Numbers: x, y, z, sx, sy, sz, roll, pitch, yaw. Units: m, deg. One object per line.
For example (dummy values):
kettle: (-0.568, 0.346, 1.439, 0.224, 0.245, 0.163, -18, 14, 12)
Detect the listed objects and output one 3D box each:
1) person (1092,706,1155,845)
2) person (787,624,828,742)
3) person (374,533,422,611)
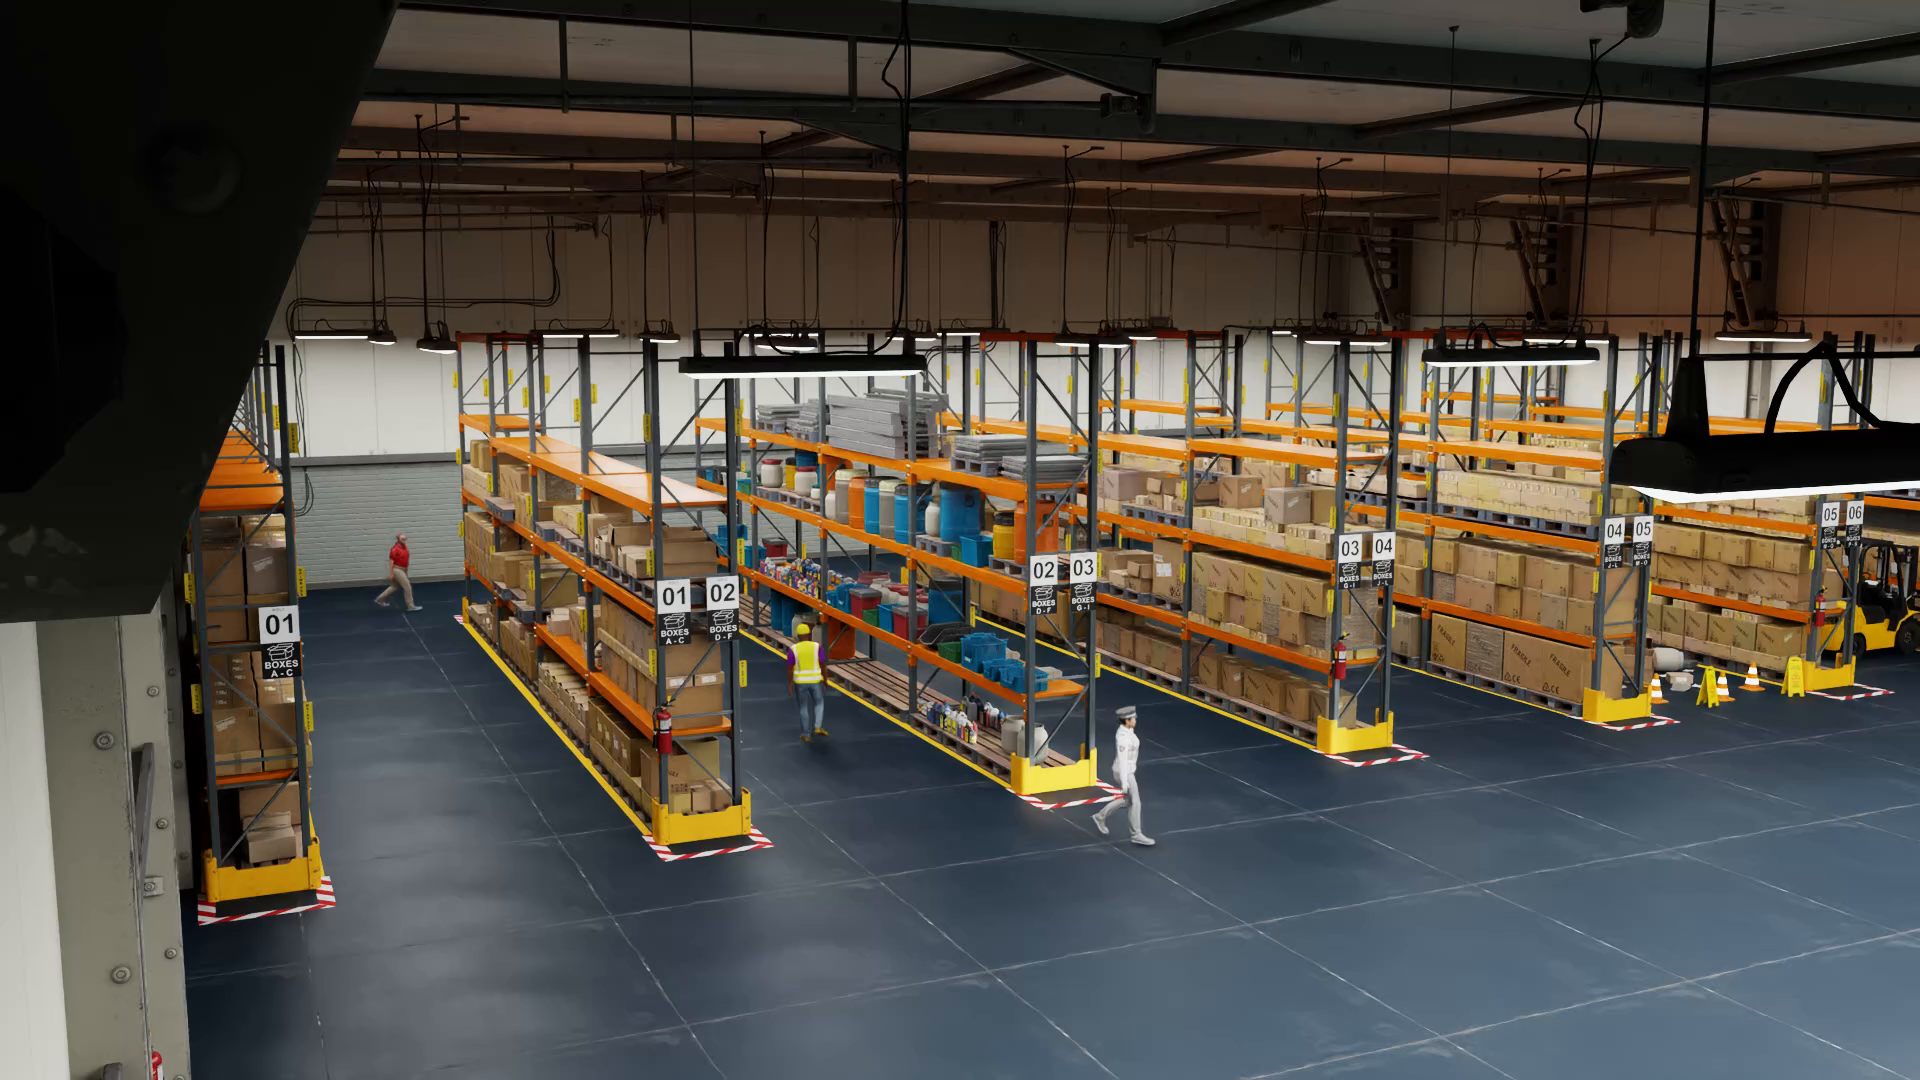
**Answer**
person: (1.980, 2.808, 20.039, 0.771, 1.655, 0.535, 1, 8, 10)
person: (-2.266, 2.129, 24.768, 0.610, 1.756, 0.548, -1, 8, -8)
person: (-12.102, 0.680, 35.768, 1.074, 1.668, 0.522, 0, 8, -2)
